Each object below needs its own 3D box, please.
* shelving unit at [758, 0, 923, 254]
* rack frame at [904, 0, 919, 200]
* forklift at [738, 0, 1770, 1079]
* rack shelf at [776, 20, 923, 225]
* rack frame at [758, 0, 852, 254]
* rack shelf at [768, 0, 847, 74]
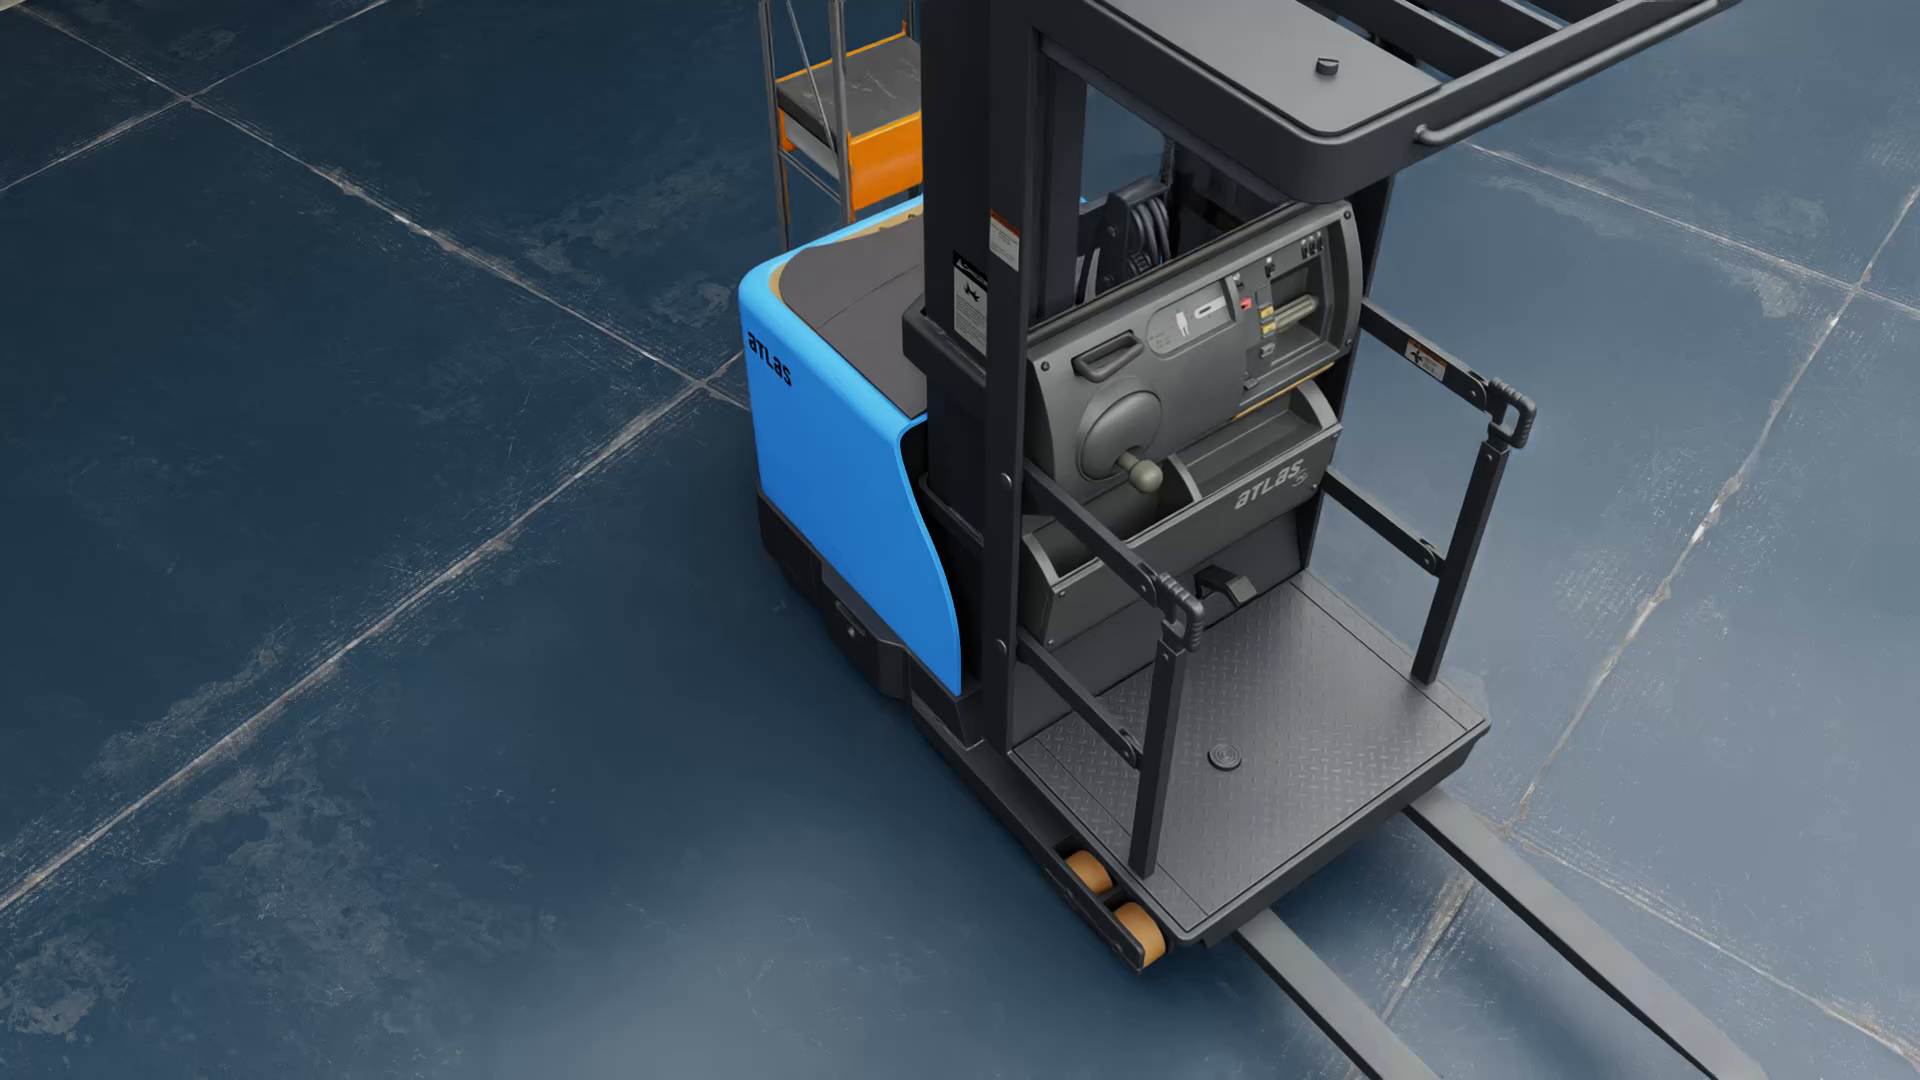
[{"bbox_3d":[-0.235,-1.152,4.899,0.503,2.100,0.431,-28,53,-24],"label":"shelving unit"},{"bbox_3d":[-0.040,-1.258,5.000,0.015,2.100,0.400,-28,53,-24],"label":"rack frame"},{"bbox_3d":[0.671,-0.339,3.547,1.130,2.935,3.031,-28,53,-24],"label":"forklift"},{"bbox_3d":[-0.235,-1.143,4.909,0.480,0.518,0.431,-28,53,-24],"label":"rack shelf"},{"bbox_3d":[-0.430,-1.047,4.798,0.015,2.100,0.400,-28,53,-24],"label":"rack frame"},{"bbox_3d":[-0.235,-1.627,4.402,0.480,0.518,0.431,-28,53,-24],"label":"rack shelf"}]
